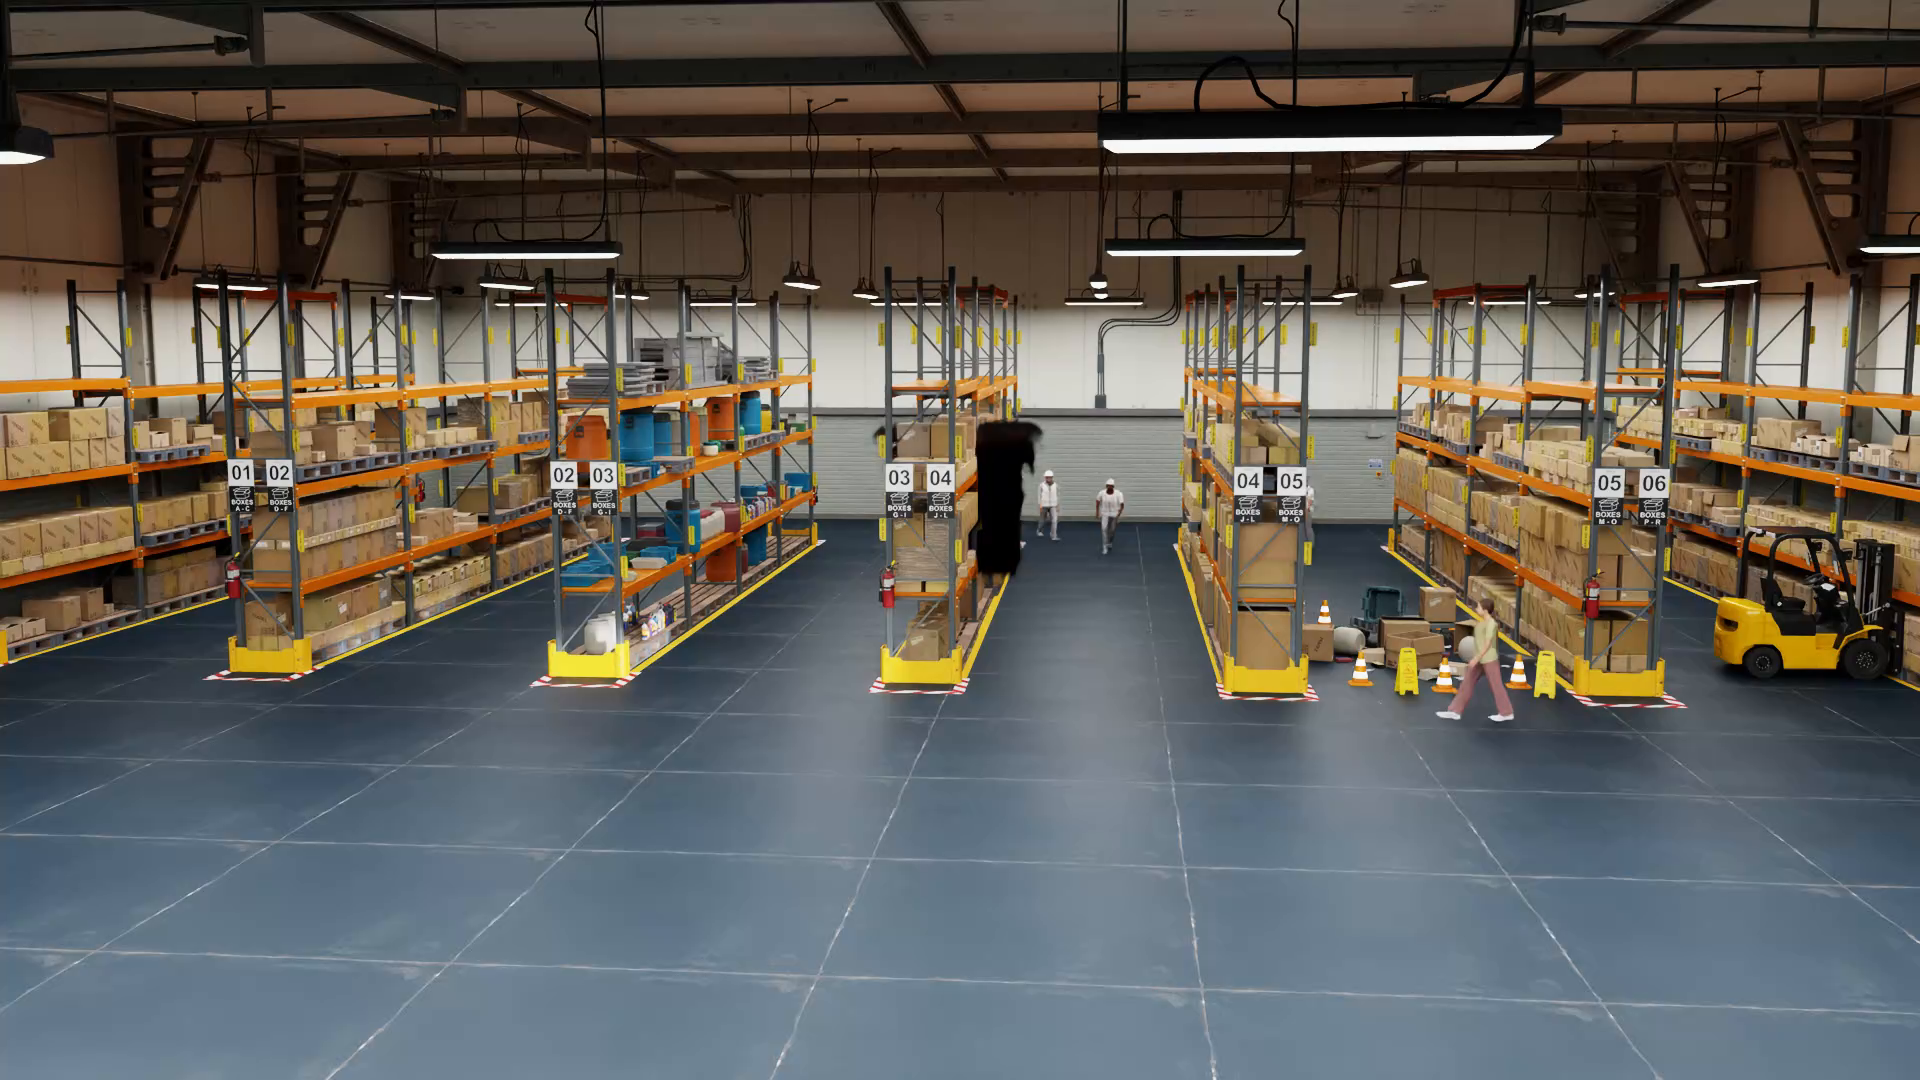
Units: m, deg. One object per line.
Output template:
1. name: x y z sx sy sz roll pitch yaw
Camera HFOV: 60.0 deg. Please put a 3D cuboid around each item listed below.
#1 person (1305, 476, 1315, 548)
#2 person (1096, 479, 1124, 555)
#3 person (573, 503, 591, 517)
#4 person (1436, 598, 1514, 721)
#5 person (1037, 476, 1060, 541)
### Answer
1. person: 8.104 -0.640 39.489 0.705 1.809 0.593 -1 7 -9
2. person: 3.513 -0.571 38.956 0.650 1.739 1.003 1 7 5
3. person: -10.196 -1.313 44.785 0.491 1.579 0.530 2 7 19
4. person: 6.747 1.559 21.584 0.969 1.622 0.449 -1 7 -8
5. person: 2.205 -0.827 41.209 0.605 1.692 0.958 -2 7 -15
